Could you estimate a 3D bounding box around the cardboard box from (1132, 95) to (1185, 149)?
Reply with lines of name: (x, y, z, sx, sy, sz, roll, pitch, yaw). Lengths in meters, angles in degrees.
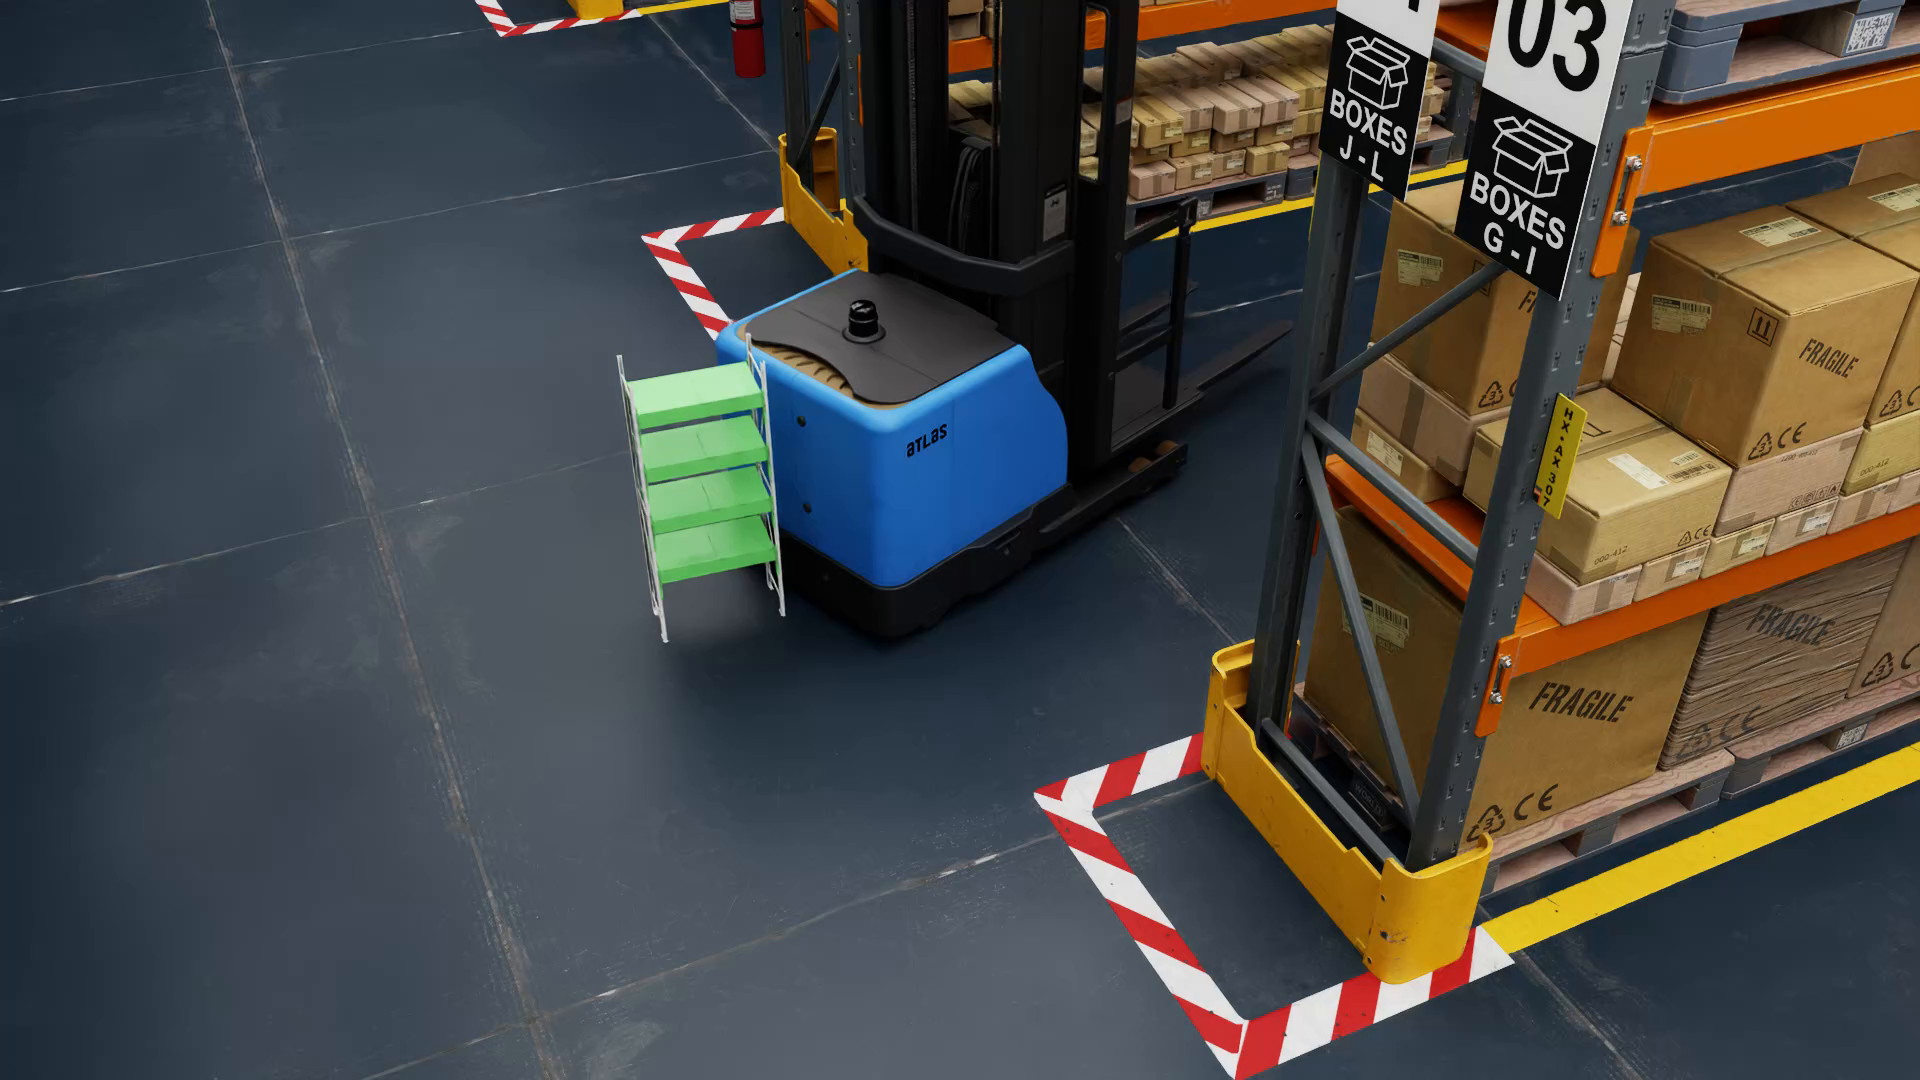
cardboard box: (1.076, -2.387, 9.492, 0.250, 0.149, 0.380, -15, 39, -19)

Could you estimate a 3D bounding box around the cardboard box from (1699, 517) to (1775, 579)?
cardboard box: (2.215, -0.073, 5.041, 0.250, 0.149, 0.380, -17, 40, -21)

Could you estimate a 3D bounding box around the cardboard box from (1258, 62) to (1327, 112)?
cardboard box: (1.979, -2.700, 9.913, 0.250, 0.149, 0.380, -14, 39, -18)

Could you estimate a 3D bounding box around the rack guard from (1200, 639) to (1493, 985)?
rack guard: (1.269, 0.879, 5.646, 0.348, 0.500, 1.175, -16, 39, -20)

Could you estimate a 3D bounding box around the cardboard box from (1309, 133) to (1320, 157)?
cardboard box: (2.203, -2.462, 10.093, 0.250, 0.149, 0.380, -17, 40, -21)

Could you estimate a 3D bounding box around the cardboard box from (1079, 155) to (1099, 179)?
cardboard box: (0.592, -2.124, 9.386, 0.250, 0.149, 0.380, -14, 39, -19)

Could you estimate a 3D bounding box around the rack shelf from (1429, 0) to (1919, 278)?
rack shelf: (3.101, -1.553, 4.912, 4.000, 0.370, 1.077, -16, 39, -20)

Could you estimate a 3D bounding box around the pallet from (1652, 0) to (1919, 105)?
pallet: (1.957, -1.494, 4.303, 1.213, 0.211, 1.003, -16, 39, -20)

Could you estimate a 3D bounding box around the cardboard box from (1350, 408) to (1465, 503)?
cardboard box: (1.473, -0.298, 5.345, 0.250, 0.149, 0.380, -15, 39, -19)

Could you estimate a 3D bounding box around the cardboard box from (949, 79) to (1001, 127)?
cardboard box: (0.078, -2.532, 9.686, 0.250, 0.149, 0.380, -16, 40, -21)

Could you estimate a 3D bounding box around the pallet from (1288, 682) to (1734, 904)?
pallet: (1.981, 0.744, 6.070, 1.213, 0.211, 1.003, -16, 39, -20)

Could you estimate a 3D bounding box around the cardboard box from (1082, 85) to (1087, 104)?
cardboard box: (0.559, -2.661, 9.861, 0.250, 0.149, 0.380, -14, 39, -18)

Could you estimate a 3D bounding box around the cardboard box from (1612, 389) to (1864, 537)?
cardboard box: (2.307, -0.302, 5.015, 0.500, 0.250, 0.500, -16, 39, -20)

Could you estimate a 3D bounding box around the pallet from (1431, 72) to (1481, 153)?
pallet: (3.600, -2.922, 11.012, 1.213, 0.211, 1.003, -16, 39, -20)

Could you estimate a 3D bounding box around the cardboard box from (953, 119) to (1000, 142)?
cardboard box: (0.092, -2.178, 9.210, 0.250, 0.149, 0.380, -15, 39, -19)

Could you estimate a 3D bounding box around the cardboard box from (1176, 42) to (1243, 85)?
cardboard box: (1.521, -2.904, 10.189, 0.250, 0.149, 0.380, -15, 39, -19)

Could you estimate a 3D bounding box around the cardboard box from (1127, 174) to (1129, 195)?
cardboard box: (0.777, -2.114, 9.623, 0.250, 0.149, 0.380, -16, 39, -20)

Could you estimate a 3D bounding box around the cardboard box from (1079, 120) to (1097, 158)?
cardboard box: (0.563, -2.280, 9.348, 0.250, 0.149, 0.380, -18, 40, -22)

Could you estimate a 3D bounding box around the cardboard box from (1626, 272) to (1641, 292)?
cardboard box: (2.536, -0.713, 5.570, 0.500, 0.250, 0.500, -17, 40, -21)

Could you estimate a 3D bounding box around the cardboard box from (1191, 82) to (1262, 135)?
cardboard box: (1.534, -2.507, 9.653, 0.250, 0.149, 0.380, -17, 40, -22)

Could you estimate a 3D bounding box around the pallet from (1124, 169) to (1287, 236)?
pallet: (1.196, -2.224, 10.071, 1.213, 0.211, 1.003, -16, 39, -20)

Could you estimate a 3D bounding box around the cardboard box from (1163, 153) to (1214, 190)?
cardboard box: (1.279, -2.214, 9.758, 0.250, 0.149, 0.380, -16, 39, -20)

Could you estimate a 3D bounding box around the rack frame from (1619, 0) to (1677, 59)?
rack frame: (1.290, -2.541, 3.122, 0.127, 3.000, 1.000, -16, 39, -20)

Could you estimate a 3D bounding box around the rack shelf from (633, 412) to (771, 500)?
rack shelf: (-0.994, -0.325, 6.386, 0.480, 0.148, 0.258, -12, 38, -16)

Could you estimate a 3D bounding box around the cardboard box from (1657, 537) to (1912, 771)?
cardboard box: (2.659, 0.118, 6.004, 0.875, 0.875, 0.875, -16, 39, -20)

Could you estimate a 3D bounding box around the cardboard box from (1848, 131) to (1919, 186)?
cardboard box: (3.451, -1.266, 5.686, 0.500, 0.500, 0.500, -17, 40, -21)

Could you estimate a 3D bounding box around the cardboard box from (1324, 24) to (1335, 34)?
cardboard box: (2.495, -3.131, 10.495, 0.250, 0.149, 0.380, -14, 39, -18)

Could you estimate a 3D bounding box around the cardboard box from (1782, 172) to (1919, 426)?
cardboard box: (2.759, -0.729, 4.961, 0.500, 0.500, 0.500, -17, 40, -21)

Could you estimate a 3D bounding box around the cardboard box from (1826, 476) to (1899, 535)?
cardboard box: (2.681, -0.203, 5.217, 0.250, 0.149, 0.380, -16, 40, -21)

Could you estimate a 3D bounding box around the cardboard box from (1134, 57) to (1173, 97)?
cardboard box: (1.070, -2.749, 9.980, 0.250, 0.149, 0.380, -15, 39, -20)

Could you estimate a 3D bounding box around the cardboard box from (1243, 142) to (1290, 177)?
cardboard box: (1.748, -2.323, 9.904, 0.250, 0.149, 0.380, -16, 39, -20)

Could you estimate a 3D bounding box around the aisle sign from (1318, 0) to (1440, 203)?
aisle sign: (1.098, -1.319, 4.328, 0.004, 0.787, 0.394, -16, 39, -20)

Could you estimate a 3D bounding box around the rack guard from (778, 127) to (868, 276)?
rack guard: (-0.657, -1.847, 9.320, 0.348, 0.500, 1.175, -16, 39, -20)

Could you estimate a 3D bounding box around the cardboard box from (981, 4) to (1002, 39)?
cardboard box: (0.186, -2.762, 8.667, 0.250, 0.149, 0.380, -17, 40, -21)

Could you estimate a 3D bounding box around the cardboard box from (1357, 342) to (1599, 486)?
cardboard box: (1.616, -0.456, 5.223, 0.500, 0.250, 0.500, -16, 40, -21)

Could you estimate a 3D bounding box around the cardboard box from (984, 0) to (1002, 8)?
cardboard box: (0.272, -3.105, 8.585, 0.500, 0.500, 0.500, -16, 39, -20)

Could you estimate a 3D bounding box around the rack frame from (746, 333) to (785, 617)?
rack frame: (-0.764, -0.233, 6.557, 0.015, 1.200, 0.240, -12, 38, -16)

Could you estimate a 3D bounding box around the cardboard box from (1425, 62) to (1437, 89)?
cardboard box: (2.684, -2.876, 10.151, 0.250, 0.149, 0.380, -15, 39, -19)

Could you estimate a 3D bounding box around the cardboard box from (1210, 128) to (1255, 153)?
cardboard box: (1.528, -2.441, 9.814, 0.250, 0.149, 0.380, -17, 40, -22)

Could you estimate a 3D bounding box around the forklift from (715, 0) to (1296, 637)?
forklift: (0.398, -1.574, 6.912, 1.130, 2.935, 3.031, 30, 46, 34)

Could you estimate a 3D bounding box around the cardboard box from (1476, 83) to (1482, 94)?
cardboard box: (3.677, -3.053, 10.594, 0.500, 0.500, 0.500, -14, 39, -18)

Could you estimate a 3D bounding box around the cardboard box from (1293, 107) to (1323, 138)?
cardboard box: (2.002, -2.573, 9.992, 0.250, 0.149, 0.380, -15, 39, -20)

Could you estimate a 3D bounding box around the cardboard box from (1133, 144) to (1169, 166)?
cardboard box: (1.020, -2.333, 9.669, 0.250, 0.149, 0.380, -14, 39, -18)

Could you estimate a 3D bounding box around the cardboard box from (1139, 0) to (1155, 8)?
cardboard box: (0.854, -3.004, 8.993, 0.250, 0.149, 0.380, -16, 40, -21)

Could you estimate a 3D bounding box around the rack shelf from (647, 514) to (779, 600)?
rack shelf: (-0.994, 0.060, 6.672, 0.480, 0.148, 0.258, -12, 38, -16)

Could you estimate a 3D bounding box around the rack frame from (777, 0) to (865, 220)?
rack frame: (-0.726, -2.832, 8.550, 0.127, 3.000, 1.000, -16, 39, -20)

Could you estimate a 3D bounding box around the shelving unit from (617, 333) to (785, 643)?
shelving unit: (-0.994, -0.184, 6.491, 0.503, 1.200, 0.258, -12, 38, -16)

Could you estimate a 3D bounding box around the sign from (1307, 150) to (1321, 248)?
sign: (1.072, -0.988, 4.893, 0.005, 0.325, 0.100, -16, 39, -20)

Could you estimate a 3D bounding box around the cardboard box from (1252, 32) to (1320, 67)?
cardboard box: (2.013, -3.003, 10.322, 0.250, 0.149, 0.380, -16, 40, -21)

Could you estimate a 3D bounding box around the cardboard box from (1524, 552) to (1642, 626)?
cardboard box: (1.752, 0.058, 4.865, 0.250, 0.149, 0.380, -15, 39, -19)
